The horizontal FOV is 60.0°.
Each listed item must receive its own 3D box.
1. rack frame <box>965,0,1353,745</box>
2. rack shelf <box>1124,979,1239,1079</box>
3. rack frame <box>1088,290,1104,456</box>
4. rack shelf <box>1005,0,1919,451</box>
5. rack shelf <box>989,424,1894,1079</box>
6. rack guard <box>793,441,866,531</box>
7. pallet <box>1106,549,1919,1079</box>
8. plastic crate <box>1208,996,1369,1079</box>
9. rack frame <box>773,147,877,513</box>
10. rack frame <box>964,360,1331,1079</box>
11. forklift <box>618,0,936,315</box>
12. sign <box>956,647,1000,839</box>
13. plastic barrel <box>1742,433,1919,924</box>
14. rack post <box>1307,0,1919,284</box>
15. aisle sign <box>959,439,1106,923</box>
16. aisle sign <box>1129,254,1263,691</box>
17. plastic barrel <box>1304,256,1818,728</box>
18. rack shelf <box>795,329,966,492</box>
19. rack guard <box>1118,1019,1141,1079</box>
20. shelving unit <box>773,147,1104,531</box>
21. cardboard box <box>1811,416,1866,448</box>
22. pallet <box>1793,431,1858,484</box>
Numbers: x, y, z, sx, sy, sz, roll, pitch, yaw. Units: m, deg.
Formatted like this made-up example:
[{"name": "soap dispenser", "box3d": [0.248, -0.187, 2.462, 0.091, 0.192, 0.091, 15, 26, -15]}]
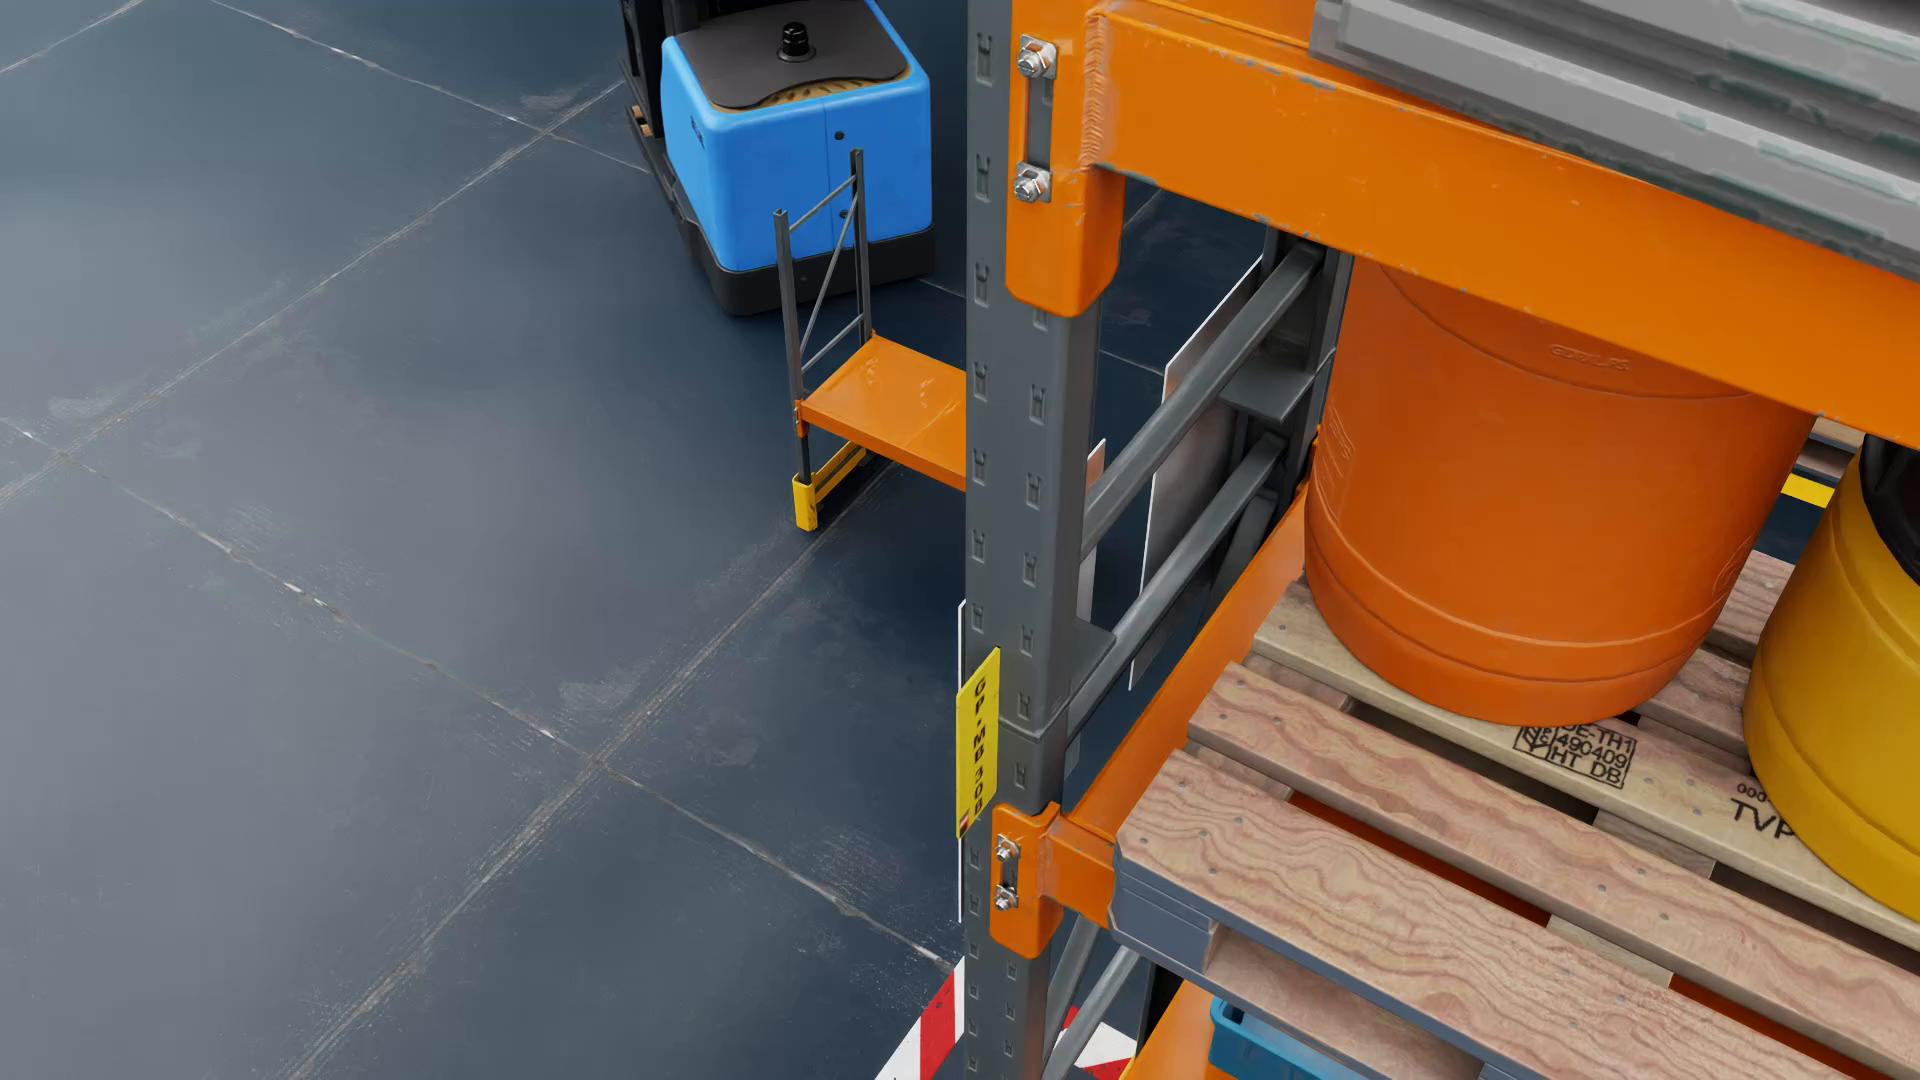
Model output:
[{"name": "rack frame", "box3d": [0.325, -1.089, 1.533, 0.127, 3.000, 1.000, 25, 51, 22]}, {"name": "rack shelf", "box3d": [2.008, 2.027, 3.190, 4.000, 0.370, 1.077, 25, 51, 22]}, {"name": "rack frame", "box3d": [0.356, -0.359, 6.053, 0.032, 1.500, 0.500, 25, 51, 22]}, {"name": "rack shelf", "box3d": [2.008, 0.076, 1.182, 4.000, 0.370, 1.077, 25, 51, 22]}, {"name": "rack shelf", "box3d": [2.008, 0.982, 2.115, 4.000, 0.370, 1.077, 25, 51, 22]}, {"name": "rack guard", "box3d": [-0.483, -0.309, 6.876, 0.087, 0.250, 0.587, 25, 51, 22]}, {"name": "pallet", "box3d": [0.968, 0.402, 2.308, 1.213, 0.211, 1.003, 25, 51, 22]}, {"name": "plastic crate", "box3d": [0.908, 1.067, 3.725, 0.616, 0.251, 0.499, 25, 51, 22]}, {"name": "rack frame", "box3d": [-0.500, -0.753, 6.435, 0.032, 1.500, 0.500, 25, 51, 22]}, {"name": "rack frame", "box3d": [0.325, 1.002, 3.685, 0.127, 3.000, 1.000, 25, 51, 22]}, {"name": "forklift", "box3d": [-1.121, -3.131, 7.748, 1.130, 2.935, 3.031, -16, 48, -15]}, {"name": "sign", "box3d": [0.024, 0.284, 2.285, 0.005, 0.325, 0.100, 25, 51, 22]}, {"name": "plastic barrel", "box3d": [1.353, 0.109, 2.037, 0.600, 0.588, 0.600, 0, 46, 0]}, {"name": "rack post", "box3d": [0.892, -0.545, 1.354, 0.954, 0.300, 0.937, 30, 53, 26]}, {"name": "aisle sign", "box3d": [0.106, 0.245, 2.608, 0.004, 0.787, 0.394, 25, 51, 22]}, {"name": "aisle sign", "box3d": [0.424, -0.111, 2.954, 0.004, 0.787, 0.394, 25, 51, 22]}, {"name": "plastic barrel", "box3d": [0.802, -0.228, 2.196, 0.708, 0.830, 0.600, 25, 51, 22]}, {"name": "rack shelf", "box3d": [-0.072, -0.430, 6.373, 1.000, 0.185, 0.538, 25, 51, 22]}, {"name": "rack guard", "box3d": [0.414, 1.874, 4.580, 0.348, 0.500, 1.175, 25, 51, 22]}, {"name": "shelving unit", "box3d": [-0.064, -0.552, 6.241, 1.083, 1.500, 0.587, 25, 51, 22]}, {"name": "cardboard box", "box3d": [3.756, -0.642, 6.906, 0.500, 0.250, 0.500, 25, 51, 22]}, {"name": "pallet", "box3d": [3.668, -0.744, 7.326, 1.213, 0.211, 1.003, 25, 51, 22]}]
